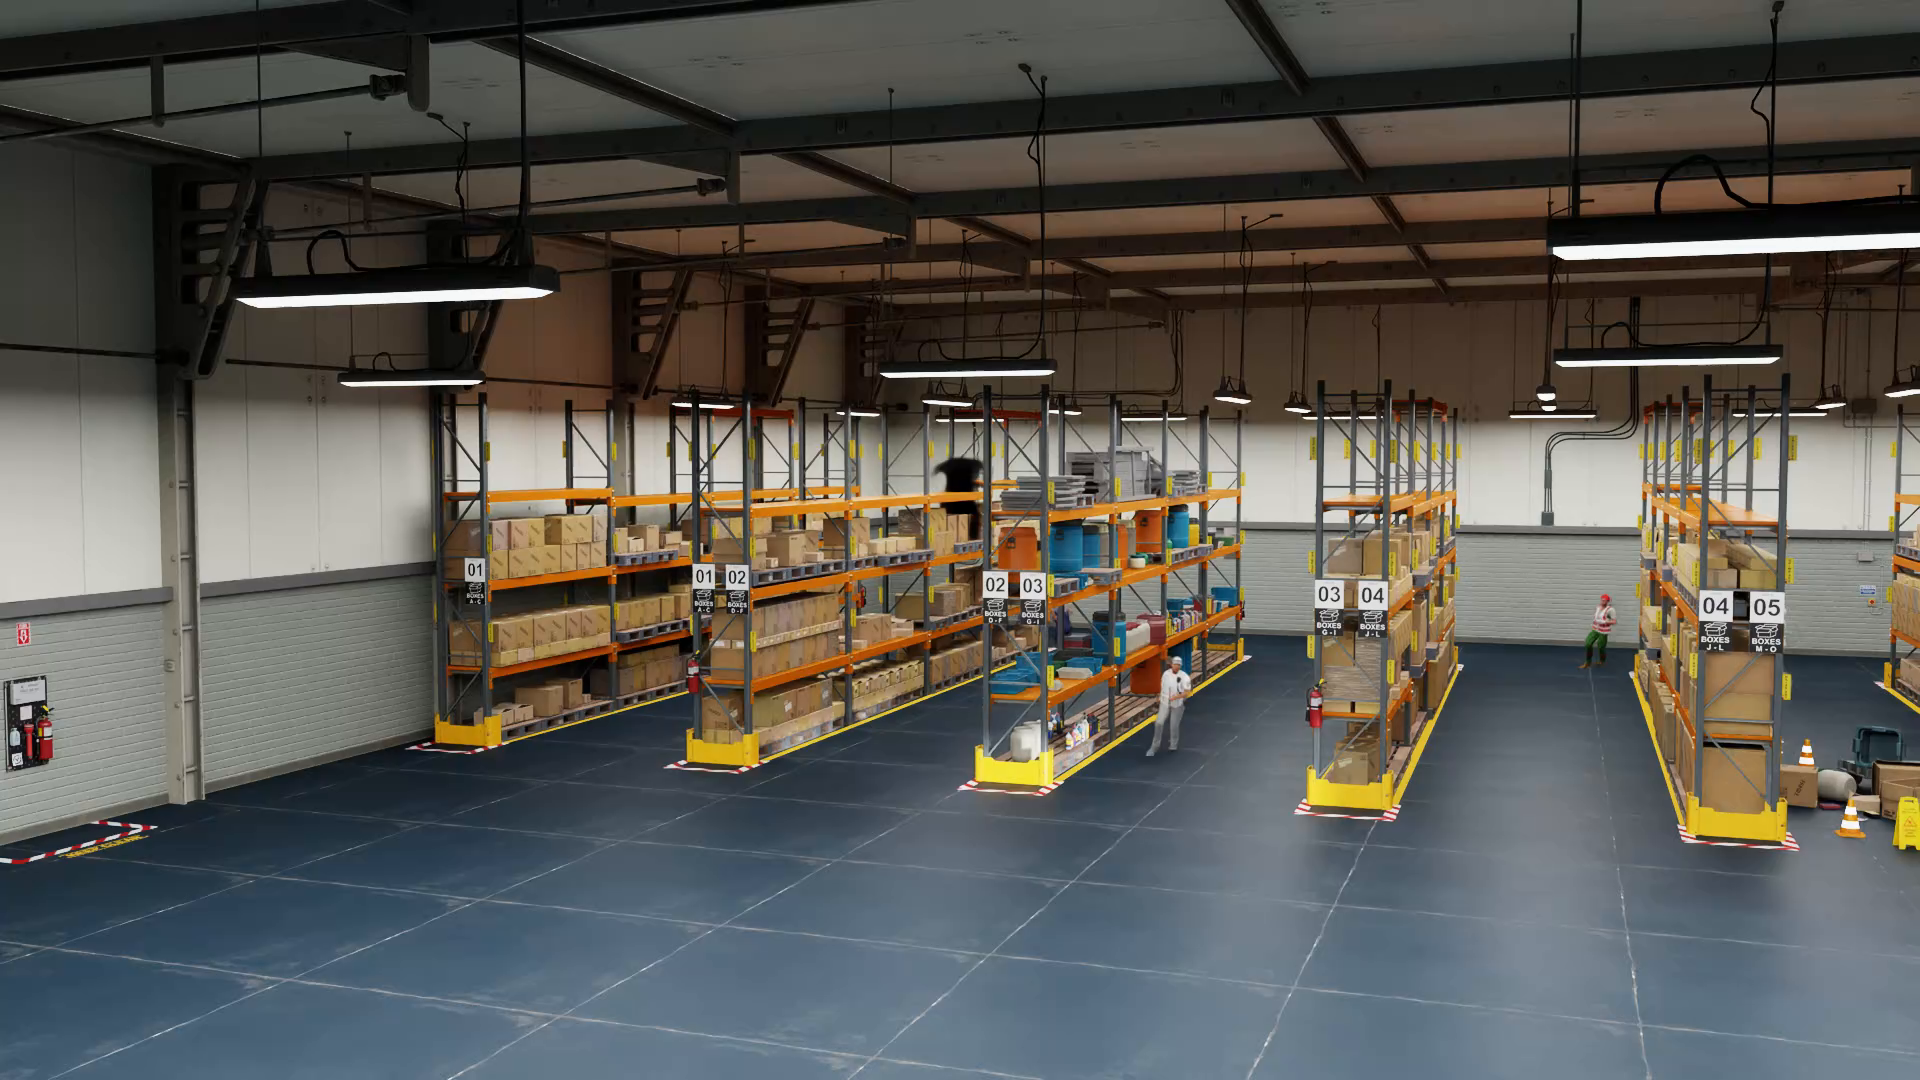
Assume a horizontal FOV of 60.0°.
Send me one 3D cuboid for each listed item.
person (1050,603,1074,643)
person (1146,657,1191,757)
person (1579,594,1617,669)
[{"bbox_3d":[2.615,1.951,42.377,0.499,1.596,0.660,2,4,36],"label":"person"},{"bbox_3d":[3.466,2.719,27.322,0.686,1.645,0.776,1,3,21],"label":"person"},{"bbox_3d":[14.731,2.109,38.130,0.680,1.768,0.797,-2,4,-35],"label":"person"}]
